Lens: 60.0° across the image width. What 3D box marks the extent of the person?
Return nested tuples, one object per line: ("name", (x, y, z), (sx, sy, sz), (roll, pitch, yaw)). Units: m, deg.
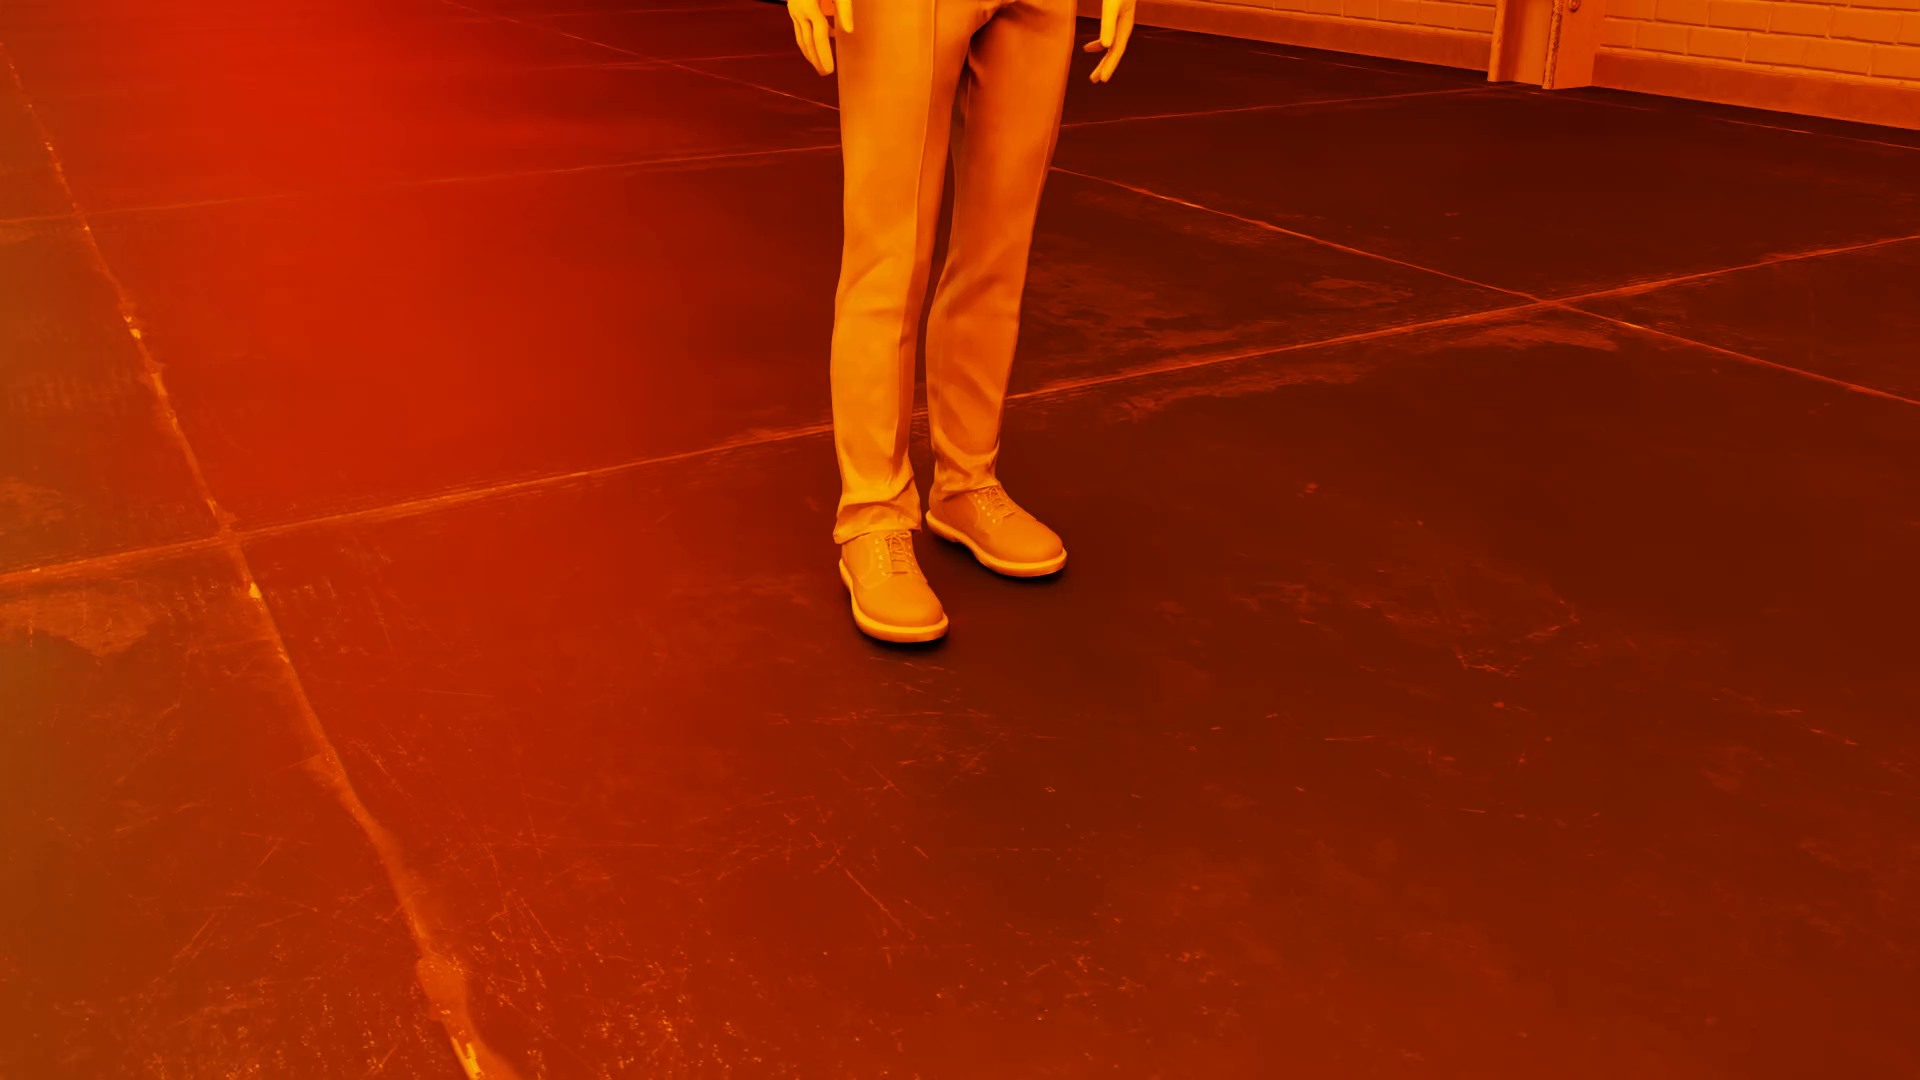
("person", (0.029, -0.767, 2.252), (0.587, 1.695, 0.531), (-12, 25, -28))
